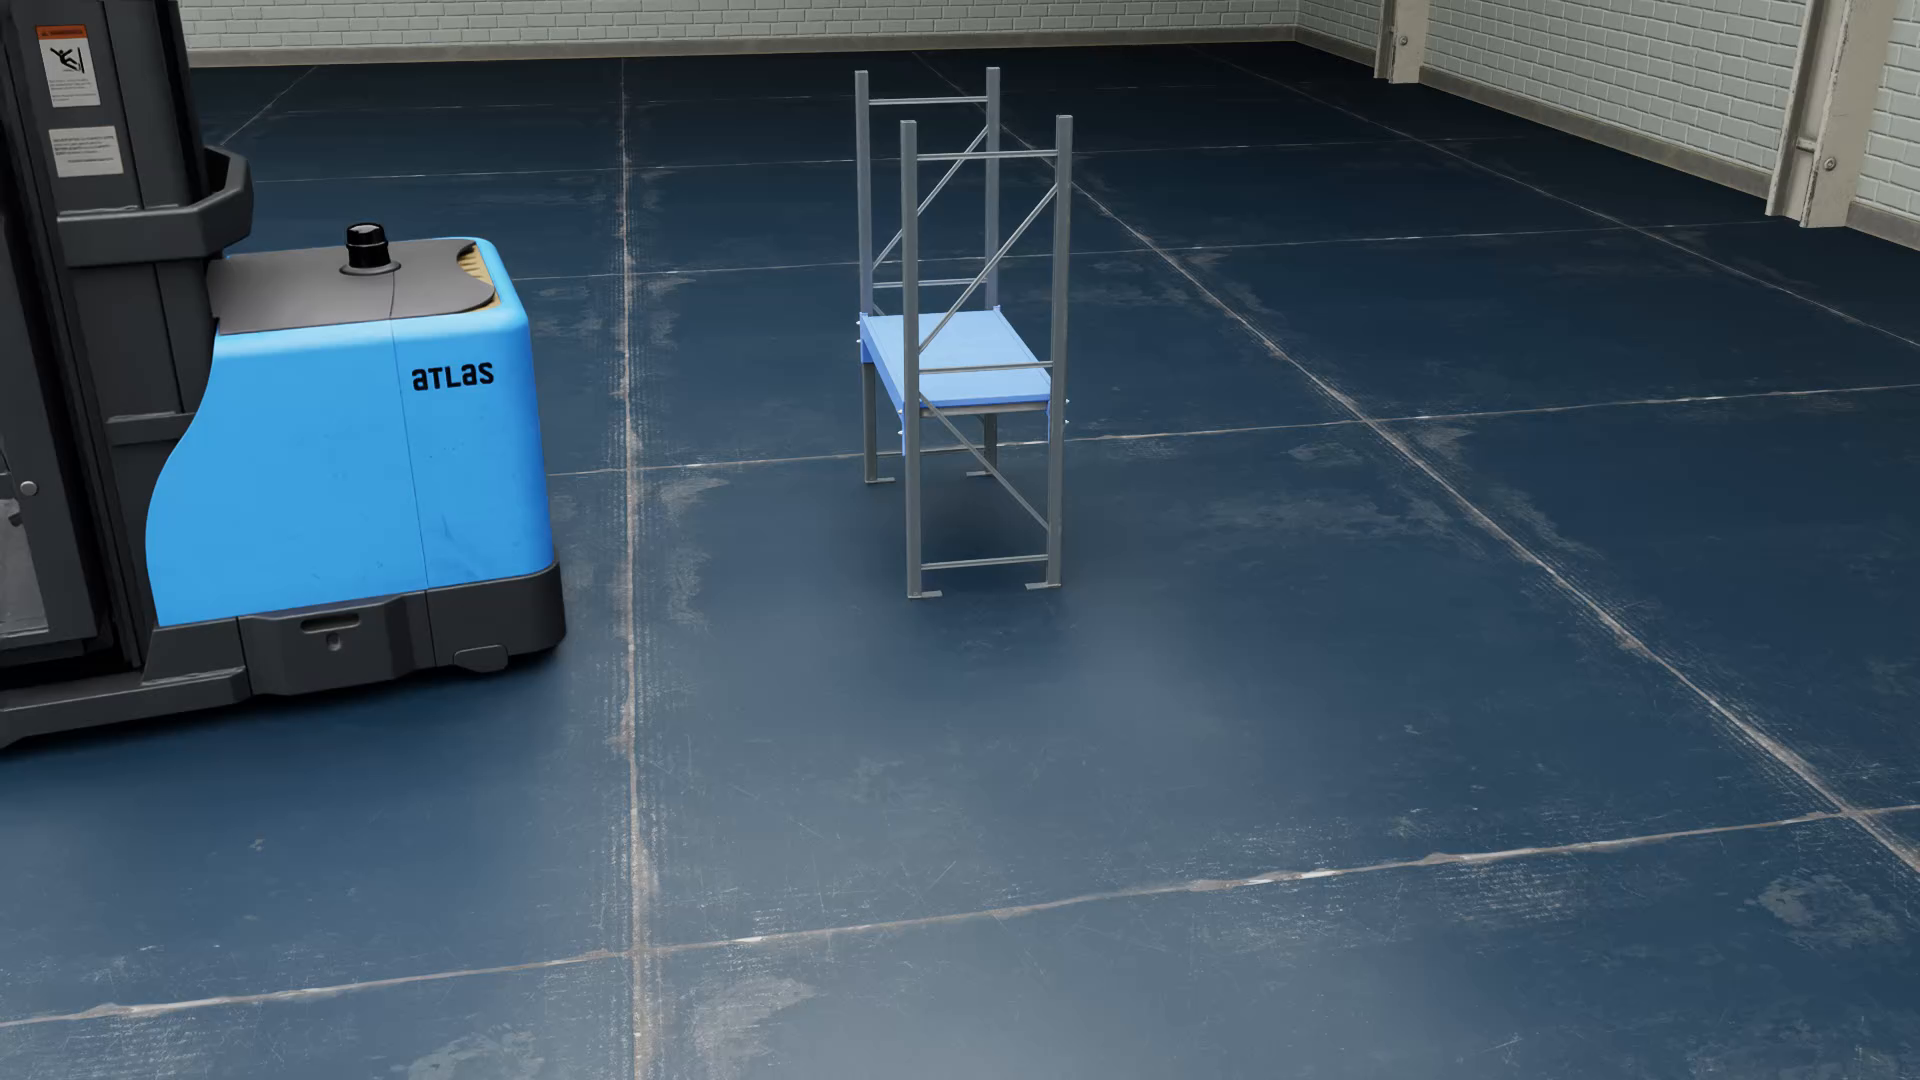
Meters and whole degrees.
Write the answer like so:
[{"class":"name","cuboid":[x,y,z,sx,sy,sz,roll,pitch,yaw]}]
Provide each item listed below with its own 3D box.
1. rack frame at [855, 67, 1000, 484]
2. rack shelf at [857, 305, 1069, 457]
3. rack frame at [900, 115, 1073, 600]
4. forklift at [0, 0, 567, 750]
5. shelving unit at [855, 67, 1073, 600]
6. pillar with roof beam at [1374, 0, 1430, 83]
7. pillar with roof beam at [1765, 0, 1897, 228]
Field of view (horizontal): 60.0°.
[{"class":"rack frame","cuboid":[-0.110,-0.921,5.984,0.500,1.500,0.032,-4,24,-10]},{"class":"rack shelf","cuboid":[-0.016,-0.556,5.599,0.538,0.185,1.000,-4,24,-10]},{"class":"rack frame","cuboid":[0.078,-0.521,5.069,0.500,1.500,0.032,-4,24,-10]},{"class":"forklift","cuboid":[-2.739,-0.955,4.274,3.031,2.935,1.130,-8,25,-18]},{"class":"shelving unit","cuboid":[-0.016,-0.721,5.527,0.538,1.500,1.048,-4,24,-10]},{"class":"pillar with roof beam","cuboid":[-0.103,-8.147,13.161,9.100,9.000,0.400,-4,24,-10]},{"class":"pillar with roof beam","cuboid":[1.006,-5.787,7.757,9.100,9.000,0.400,-4,24,-10]}]
